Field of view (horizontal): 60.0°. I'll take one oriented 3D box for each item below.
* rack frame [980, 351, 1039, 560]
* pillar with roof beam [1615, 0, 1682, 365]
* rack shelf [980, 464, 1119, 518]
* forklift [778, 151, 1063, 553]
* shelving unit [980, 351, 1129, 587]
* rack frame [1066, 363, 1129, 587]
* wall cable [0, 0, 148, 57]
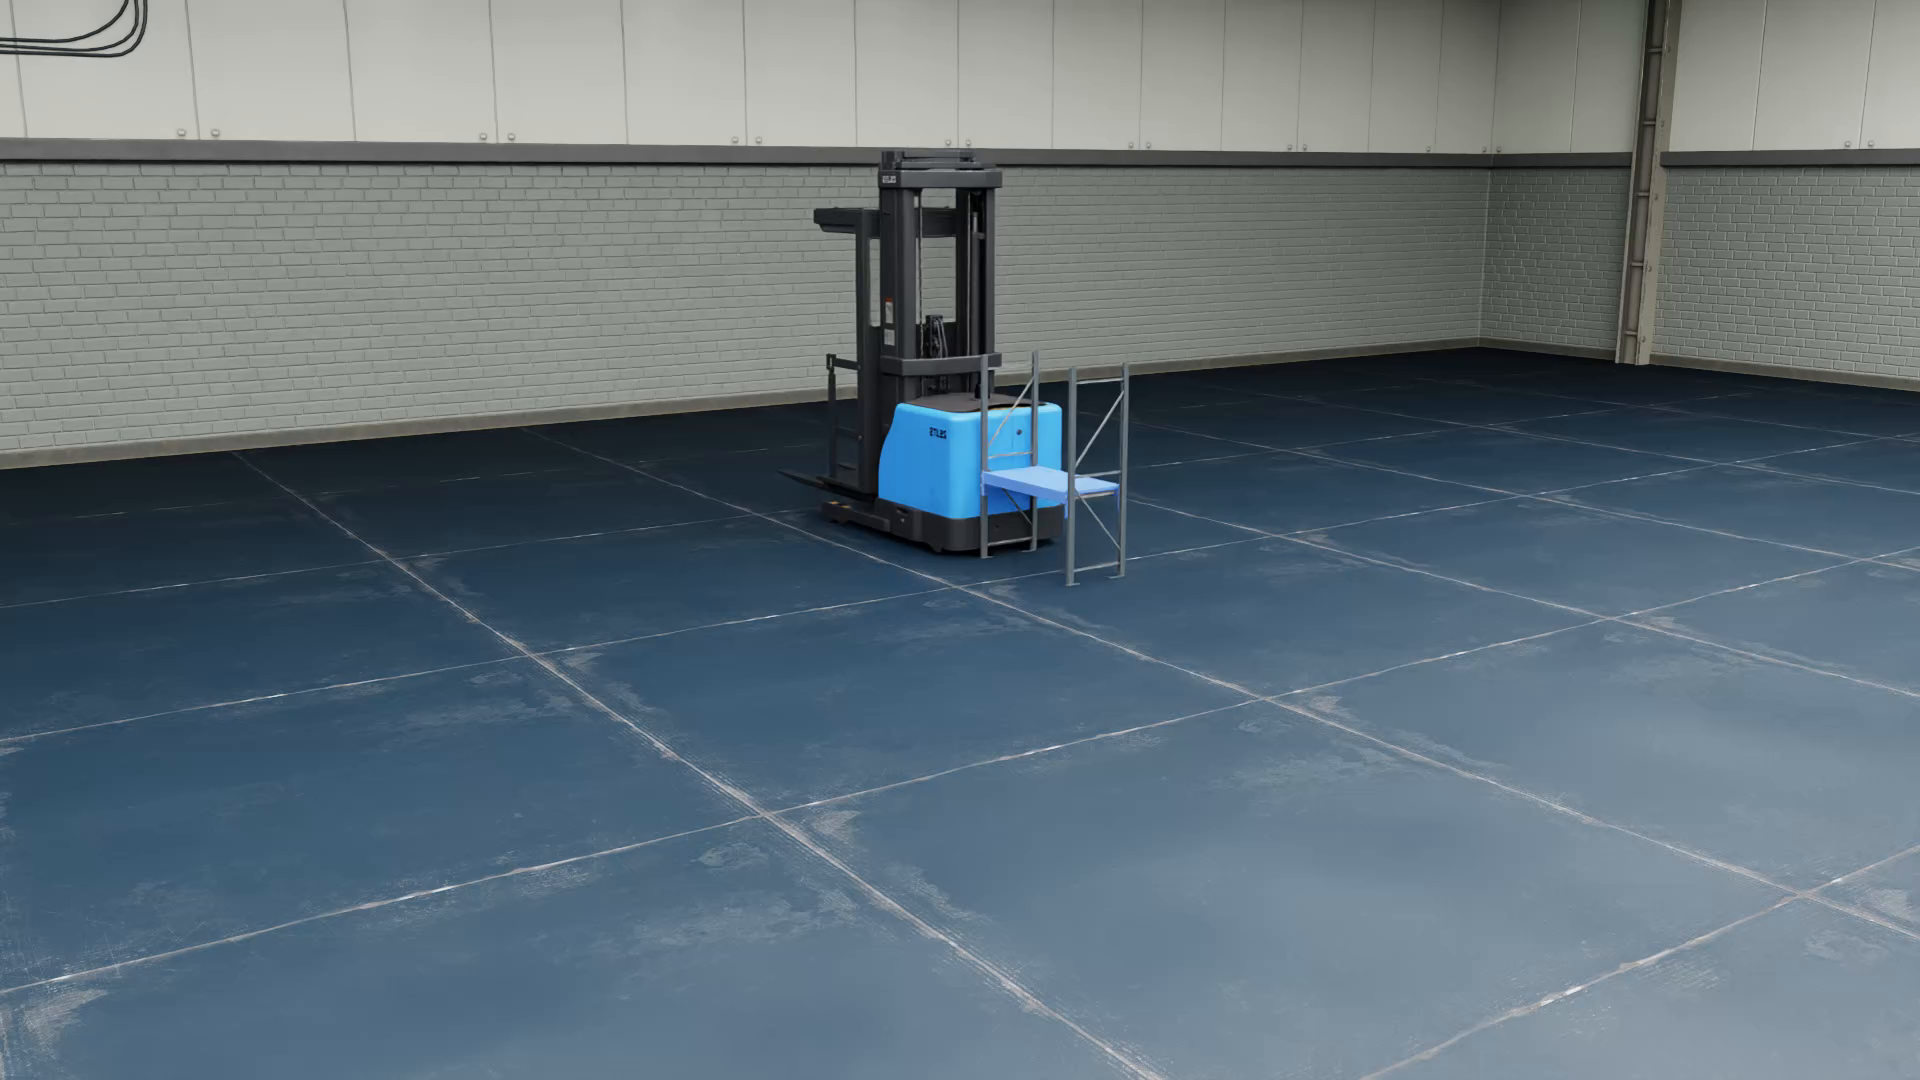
[{"bbox_3d":[0.362,-0.622,12.196,0.500,1.500,0.032,-8,15,-34],"label":"rack frame"},{"bbox_3d":[6.537,-6.547,21.735,9.100,9.000,0.400,-8,15,-33],"label":"pillar with roof beam"},{"bbox_3d":[0.651,-0.357,11.826,0.538,0.185,1.000,-8,15,-34],"label":"rack shelf"},{"bbox_3d":[-0.470,-1.600,13.316,1.130,2.935,3.031,-8,15,-34],"label":"forklift"},{"bbox_3d":[0.651,-0.533,11.787,0.538,1.500,1.048,-8,15,-34],"label":"shelving unit"},{"bbox_3d":[0.941,-0.443,11.379,0.500,1.500,0.032,-8,15,-34],"label":"rack frame"},{"bbox_3d":[-8.722,-6.791,14.889,2.305,6.003,0.169,-8,15,-33],"label":"wall cable"}]
